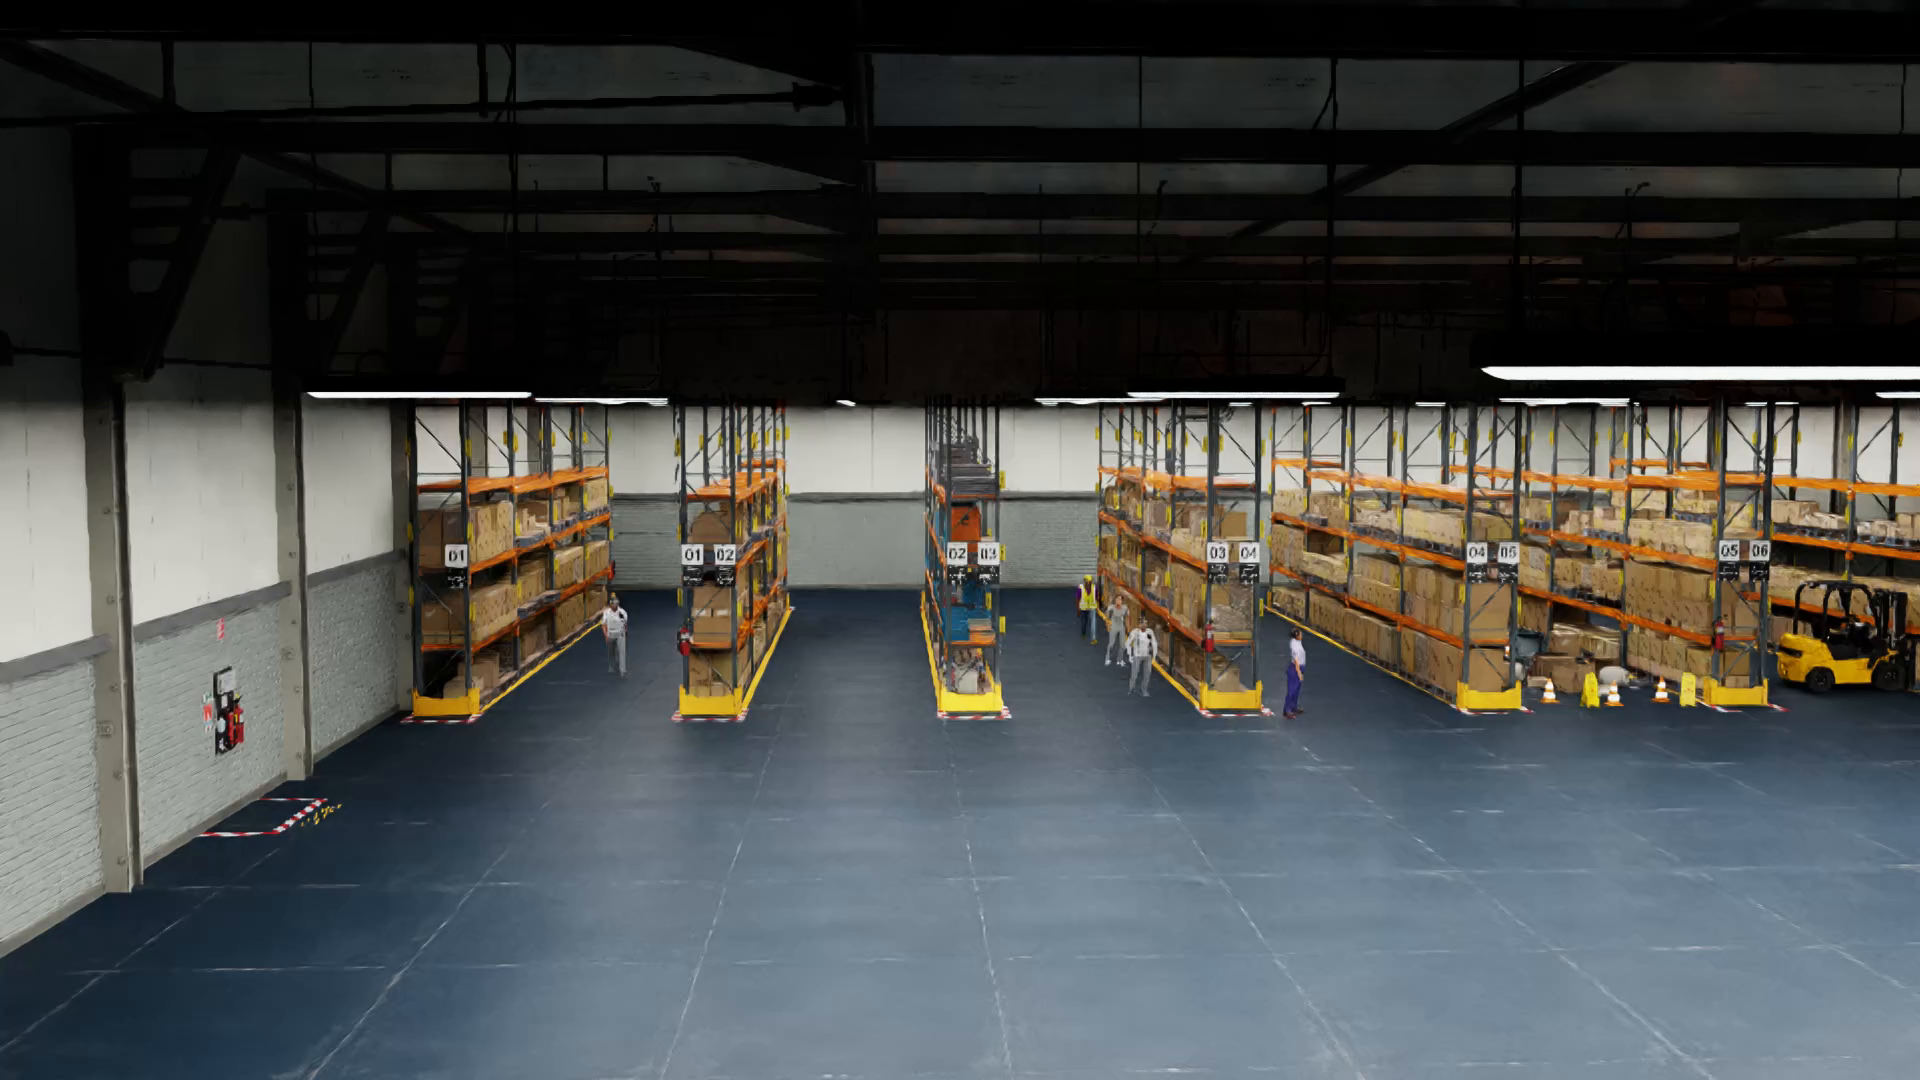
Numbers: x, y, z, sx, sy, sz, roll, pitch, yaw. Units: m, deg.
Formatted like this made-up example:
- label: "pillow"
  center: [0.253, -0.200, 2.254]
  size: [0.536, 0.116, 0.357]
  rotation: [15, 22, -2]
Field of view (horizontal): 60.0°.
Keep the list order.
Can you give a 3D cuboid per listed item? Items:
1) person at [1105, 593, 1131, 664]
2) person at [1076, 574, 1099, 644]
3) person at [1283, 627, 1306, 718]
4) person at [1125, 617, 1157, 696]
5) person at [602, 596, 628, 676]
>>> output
- label: "person"
  center: [3.519, 1.986, 37.167]
  size: [0.580, 1.618, 0.507]
  rotation: [0, 5, -4]
- label: "person"
  center: [3.113, 1.657, 40.651]
  size: [0.572, 1.691, 1.121]
  rotation: [0, 5, 0]
- label: "person"
  center: [6.226, 2.446, 30.923]
  size: [0.392, 1.648, 0.657]
  rotation: [1, 5, 12]
- label: "person"
  center: [3.604, 2.306, 33.036]
  size: [0.639, 1.632, 0.506]
  rotation: [0, 5, -5]
- label: "person"
  center: [-7.394, 2.039, 35.630]
  size: [0.535, 1.708, 1.037]
  rotation: [-1, 5, -11]
